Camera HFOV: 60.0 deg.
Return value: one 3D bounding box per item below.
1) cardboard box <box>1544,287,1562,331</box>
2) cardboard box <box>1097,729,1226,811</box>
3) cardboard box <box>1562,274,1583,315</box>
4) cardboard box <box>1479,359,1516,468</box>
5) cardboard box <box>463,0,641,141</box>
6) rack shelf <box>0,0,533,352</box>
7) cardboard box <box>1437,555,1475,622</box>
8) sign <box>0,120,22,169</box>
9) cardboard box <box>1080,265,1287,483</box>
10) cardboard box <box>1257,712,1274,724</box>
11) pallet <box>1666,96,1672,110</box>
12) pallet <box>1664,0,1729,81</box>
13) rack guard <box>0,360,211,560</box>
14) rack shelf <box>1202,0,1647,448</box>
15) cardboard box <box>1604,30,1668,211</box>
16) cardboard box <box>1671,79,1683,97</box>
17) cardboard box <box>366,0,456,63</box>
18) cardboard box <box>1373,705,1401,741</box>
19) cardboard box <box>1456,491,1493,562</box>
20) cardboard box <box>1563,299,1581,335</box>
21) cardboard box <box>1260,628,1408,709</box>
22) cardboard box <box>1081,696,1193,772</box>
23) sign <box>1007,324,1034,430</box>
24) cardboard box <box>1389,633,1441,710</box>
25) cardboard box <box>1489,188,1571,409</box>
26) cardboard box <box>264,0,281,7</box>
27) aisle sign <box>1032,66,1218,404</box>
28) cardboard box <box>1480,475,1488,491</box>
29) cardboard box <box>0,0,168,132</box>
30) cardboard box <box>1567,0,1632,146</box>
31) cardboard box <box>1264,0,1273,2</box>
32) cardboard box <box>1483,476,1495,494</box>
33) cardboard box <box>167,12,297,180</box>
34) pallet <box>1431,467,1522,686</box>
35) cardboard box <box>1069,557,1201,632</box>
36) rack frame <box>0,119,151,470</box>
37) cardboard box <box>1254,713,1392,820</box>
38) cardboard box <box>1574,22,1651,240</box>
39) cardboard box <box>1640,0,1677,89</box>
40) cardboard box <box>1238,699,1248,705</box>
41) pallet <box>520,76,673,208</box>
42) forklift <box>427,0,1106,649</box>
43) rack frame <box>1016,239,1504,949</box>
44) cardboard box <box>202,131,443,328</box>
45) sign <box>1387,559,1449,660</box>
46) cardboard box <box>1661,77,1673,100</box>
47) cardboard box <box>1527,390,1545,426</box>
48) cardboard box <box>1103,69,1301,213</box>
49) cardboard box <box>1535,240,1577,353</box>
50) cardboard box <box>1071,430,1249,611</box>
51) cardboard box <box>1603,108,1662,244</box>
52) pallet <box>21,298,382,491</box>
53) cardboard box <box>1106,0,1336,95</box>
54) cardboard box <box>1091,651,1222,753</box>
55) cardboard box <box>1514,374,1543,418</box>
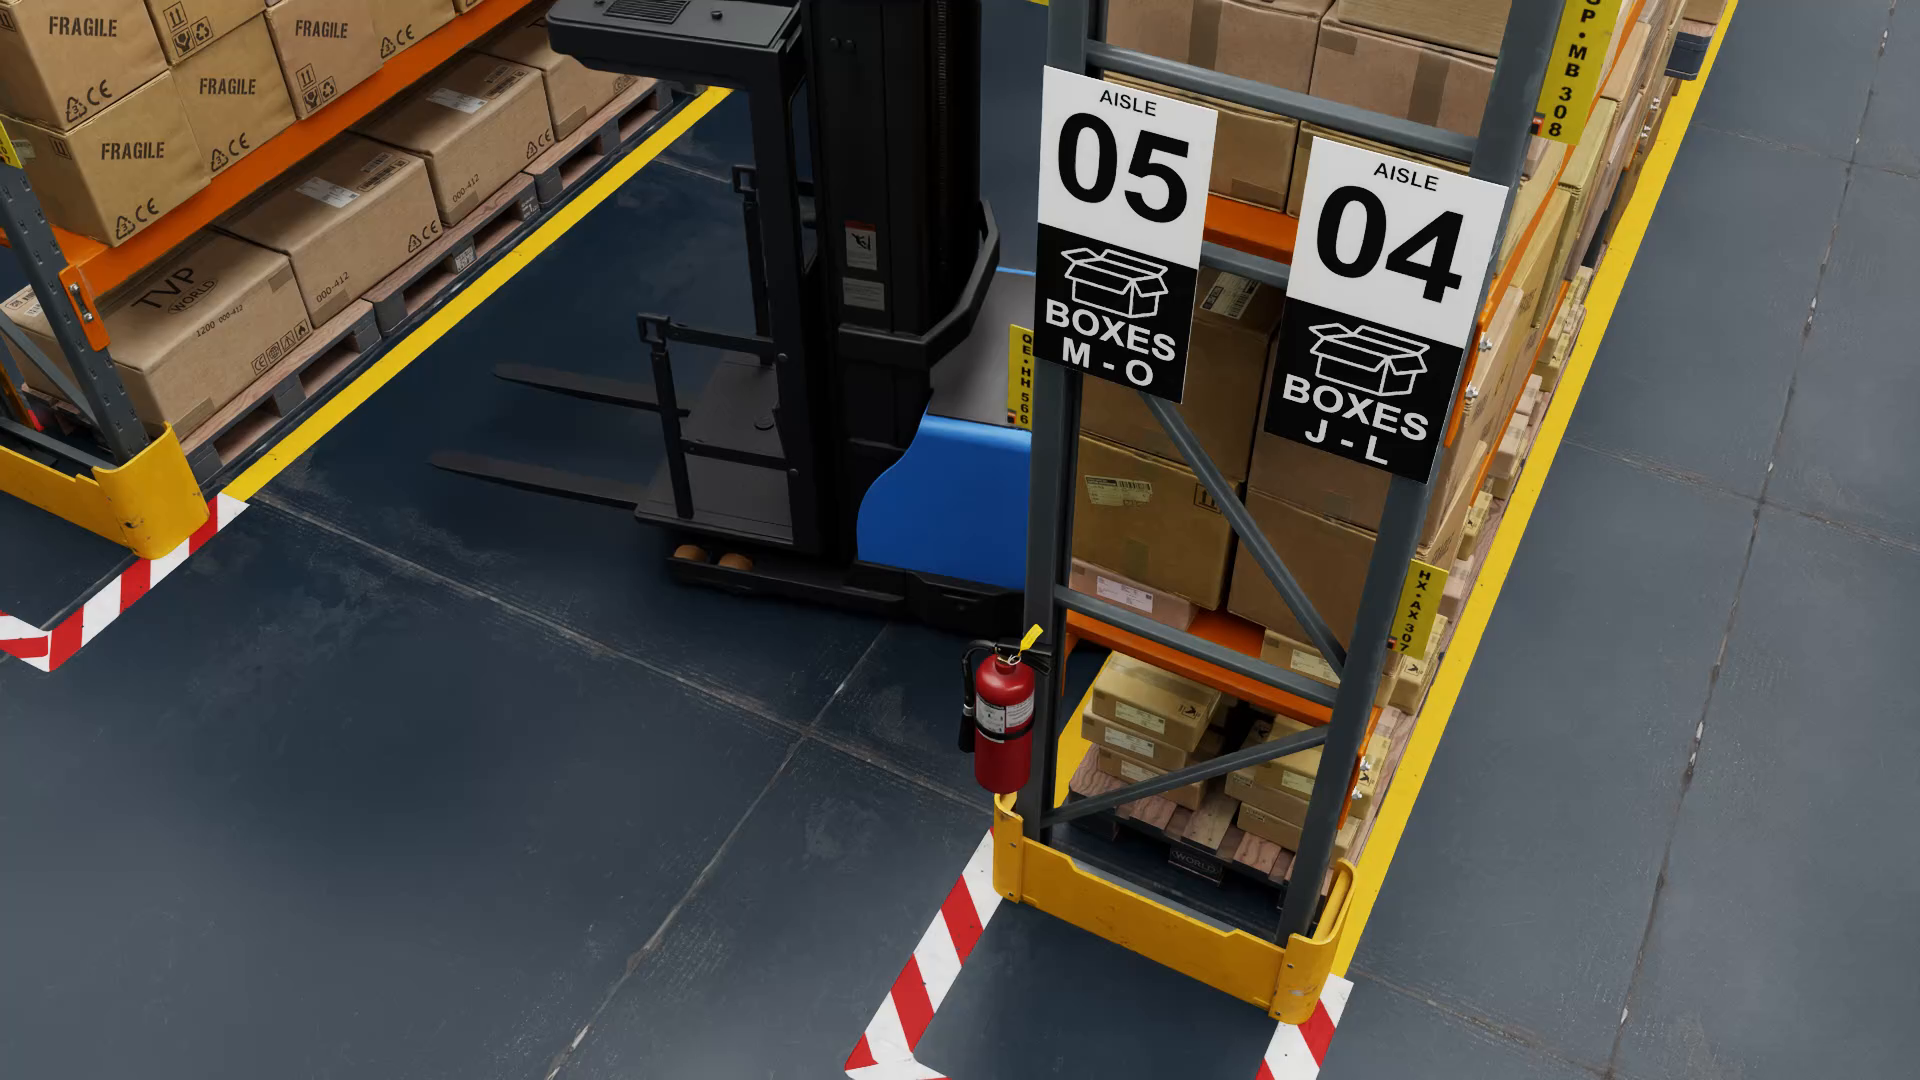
[{"bbox_3d":[1.923,-0.865,5.952,0.380,0.149,0.250,21,49,20],"label":"cardboard box"},{"bbox_3d":[0.713,0.755,5.884,0.380,0.149,0.250,21,49,20],"label":"cardboard box"},{"bbox_3d":[2.492,-1.090,7.289,0.380,0.149,0.250,21,49,20],"label":"cardboard box"},{"bbox_3d":[1.332,-0.376,5.013,0.500,0.500,0.500,21,49,19],"label":"cardboard box"},{"bbox_3d":[-2.308,-2.677,9.073,0.875,0.438,0.875,20,49,19],"label":"cardboard box"},{"bbox_3d":[-2.849,-2.277,7.677,1.077,0.370,4.000,20,49,19],"label":"rack shelf"},{"bbox_3d":[1.781,0.135,6.497,0.380,0.149,0.250,18,48,17],"label":"cardboard box"},{"bbox_3d":[-3.289,-1.415,5.655,0.100,0.325,0.005,20,49,19],"label":"sign"},{"bbox_3d":[0.645,-0.561,4.493,0.500,0.500,0.500,20,49,18],"label":"cardboard box"},{"bbox_3d":[1.229,0.739,5.900,0.380,0.149,0.250,20,49,19],"label":"cardboard box"},{"bbox_3d":[3.436,-2.501,9.354,1.003,0.211,1.213,20,49,19],"label":"pallet"},{"bbox_3d":[2.994,-2.585,7.611,1.003,0.211,1.213,20,49,19],"label":"pallet"},{"bbox_3d":[-3.789,-0.376,7.050,1.175,0.500,0.348,20,49,19],"label":"rack guard"},{"bbox_3d":[1.582,-1.761,5.058,1.077,0.370,4.000,20,49,19],"label":"rack shelf"},{"bbox_3d":[2.294,-1.634,6.256,0.500,0.500,0.500,19,48,18],"label":"cardboard box"},{"bbox_3d":[3.818,-2.843,9.193,0.500,0.500,0.500,18,48,17],"label":"cardboard box"},{"bbox_3d":[-2.621,-2.476,7.298,0.500,0.500,0.500,22,49,20],"label":"cardboard box"},{"bbox_3d":[1.301,0.652,5.777,0.380,0.149,0.250,20,49,19],"label":"cardboard box"},{"bbox_3d":[1.791,-0.107,6.318,0.380,0.149,0.250,21,49,20],"label":"cardboard box"},{"bbox_3d":[2.531,-0.991,7.401,0.380,0.149,0.250,18,48,17],"label":"cardboard box"},{"bbox_3d":[1.094,0.293,4.808,0.380,0.149,0.250,20,49,19],"label":"cardboard box"},{"bbox_3d":[0.646,0.624,5.804,0.380,0.149,0.250,19,48,18],"label":"cardboard box"},{"bbox_3d":[0.171,-0.413,4.293,0.100,0.325,0.005,20,49,19],"label":"sign"},{"bbox_3d":[1.449,0.398,5.818,0.380,0.149,0.250,20,49,19],"label":"cardboard box"},{"bbox_3d":[1.325,-0.706,4.636,0.500,0.500,0.500,22,49,20],"label":"cardboard box"},{"bbox_3d":[-2.837,-2.520,6.638,0.500,0.500,0.500,20,49,19],"label":"cardboard box"},{"bbox_3d":[0.354,-0.666,3.752,0.394,0.787,0.004,20,49,19],"label":"aisle sign"},{"bbox_3d":[1.976,-0.362,6.779,0.380,0.149,0.250,18,48,17],"label":"cardboard box"},{"bbox_3d":[-3.303,-1.865,5.991,0.500,0.500,0.500,19,48,18],"label":"cardboard box"},{"bbox_3d":[1.337,-1.230,4.133,0.500,0.250,0.500,22,49,20],"label":"cardboard box"},{"bbox_3d":[0.547,-1.323,3.593,0.380,0.149,0.250,20,49,19],"label":"cardboard box"},{"bbox_3d":[1.969,-0.211,6.839,0.380,0.149,0.250,21,49,20],"label":"cardboard box"},{"bbox_3d":[-3.091,-1.841,6.670,0.500,0.500,0.500,20,49,19],"label":"cardboard box"},{"bbox_3d":[1.665,-0.033,6.914,1.003,0.211,1.213,20,49,19],"label":"pallet"},{"bbox_3d":[0.554,0.090,5.008,0.380,0.149,0.250,21,49,19],"label":"cardboard box"},{"bbox_3d":[-3.778,-1.270,6.176,1.000,3.000,0.127,20,49,19],"label":"rack frame"},{"bbox_3d":[1.198,0.728,5.492,0.380,0.149,0.250,18,48,17],"label":"cardboard box"},{"bbox_3d":[1.820,-1.348,5.271,0.500,0.500,0.500,19,48,18],"label":"cardboard box"},{"bbox_3d":[2.296,-1.997,5.913,0.500,0.500,0.500,19,48,18],"label":"cardboard box"},{"bbox_3d":[0.942,0.421,6.214,0.380,0.149,0.250,20,49,19],"label":"cardboard box"},{"bbox_3d":[-2.343,-2.356,9.210,1.003,0.211,1.213,20,49,19],"label":"pallet"},{"bbox_3d":[-0.710,-1.167,6.123,3.031,2.935,1.130,10,46,10],"label":"forklift"},{"bbox_3d":[0.653,0.301,4.624,1.000,3.000,0.127,20,49,19],"label":"rack frame"},{"bbox_3d":[-3.143,-1.545,7.954,0.875,0.438,0.875,22,49,20],"label":"cardboard box"},{"bbox_3d":[1.134,0.176,4.139,0.100,0.325,0.005,20,49,19],"label":"sign"},{"bbox_3d":[3.332,-2.466,8.293,0.500,0.250,0.500,22,49,20],"label":"cardboard box"},{"bbox_3d":[2.370,-0.681,7.303,0.380,0.149,0.250,19,48,18],"label":"cardboard box"},{"bbox_3d":[0.630,-1.075,3.980,0.500,0.250,0.500,19,48,18],"label":"cardboard box"},{"bbox_3d":[1.802,-1.004,5.633,0.500,0.500,0.500,19,48,18],"label":"cardboard box"},{"bbox_3d":[0.634,-0.207,4.846,0.500,0.500,0.500,21,49,20],"label":"cardboard box"},{"bbox_3d":[3.088,-1.866,8.227,0.500,0.500,0.500,22,49,21],"label":"cardboard box"},{"bbox_3d":[-3.476,-0.819,7.691,1.003,0.211,1.213,20,49,19],"label":"pallet"},{"bbox_3d":[0.642,-1.251,3.802,0.500,0.250,0.500,19,48,18],"label":"cardboard box"},{"bbox_3d":[0.675,0.529,5.689,0.380,0.149,0.250,21,49,19],"label":"cardboard box"},{"bbox_3d":[2.149,-0.592,6.796,0.380,0.149,0.250,18,48,17],"label":"cardboard box"}]
